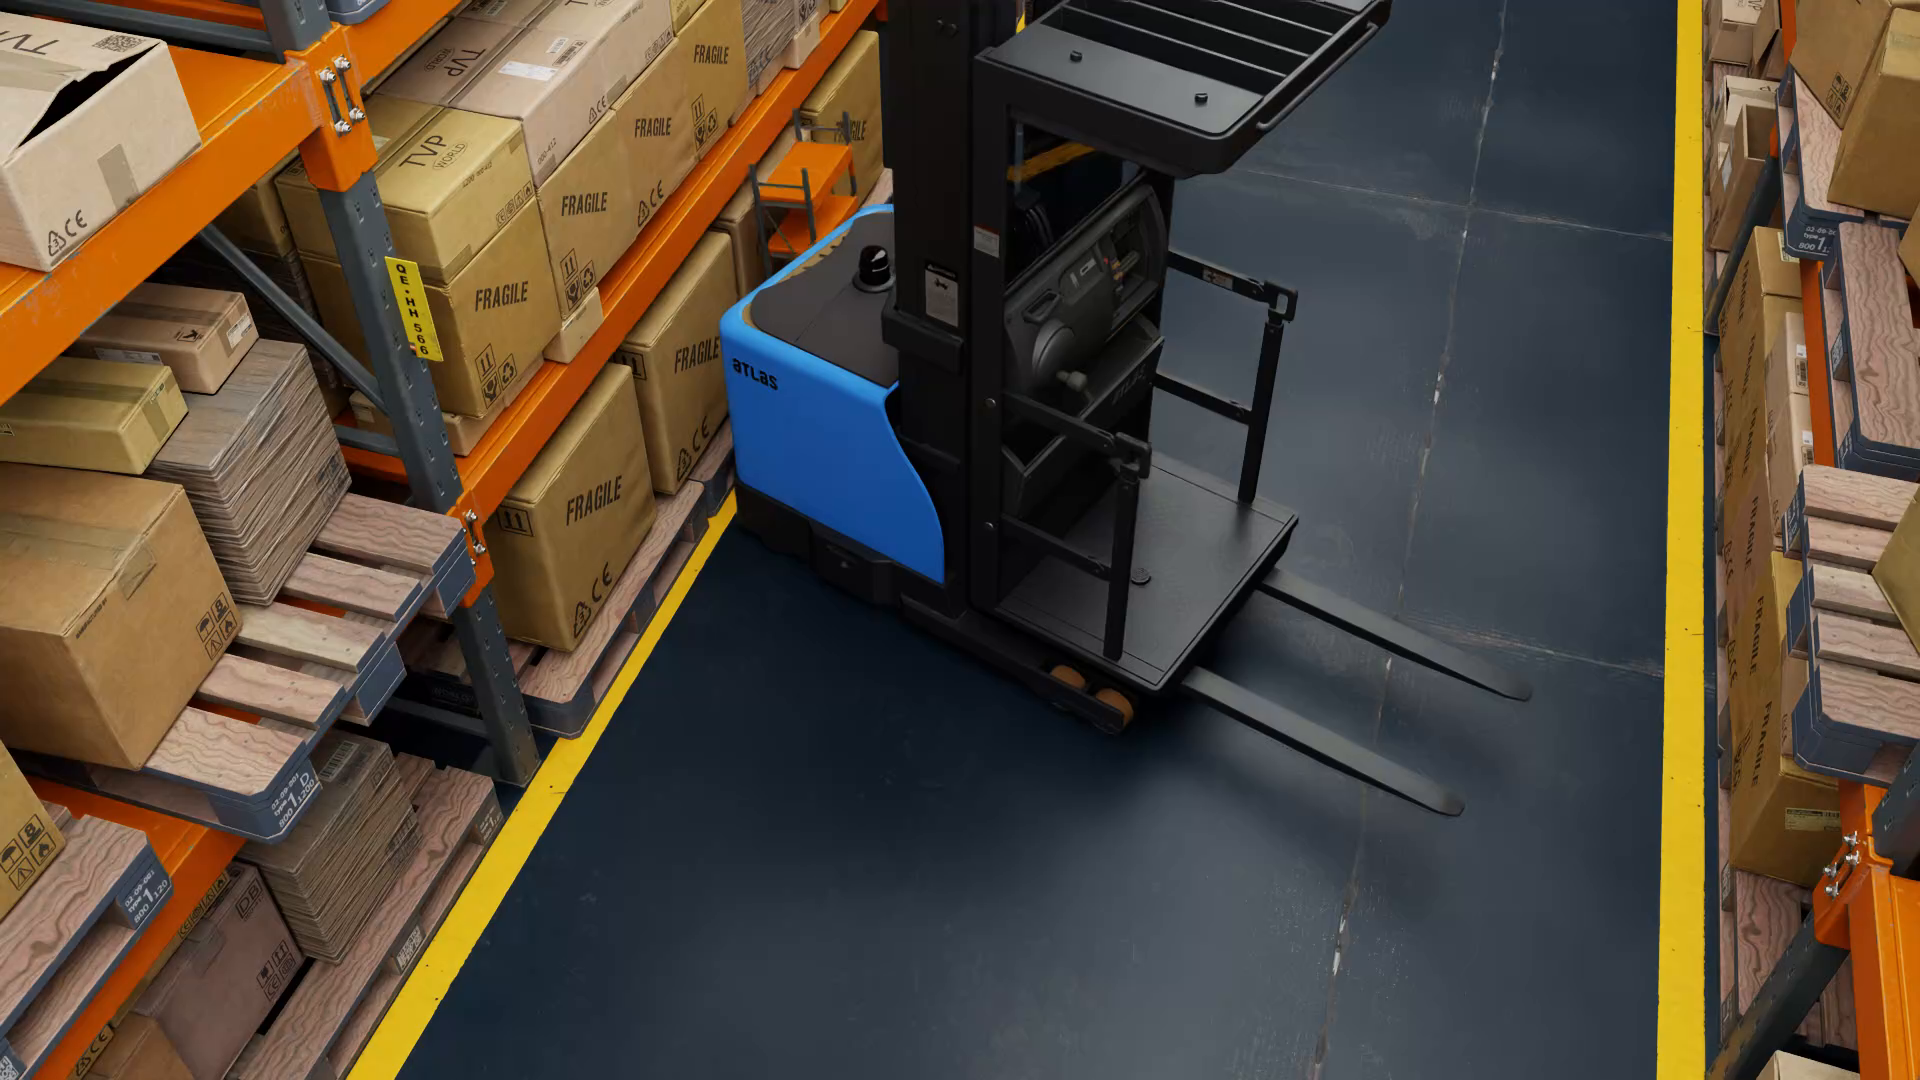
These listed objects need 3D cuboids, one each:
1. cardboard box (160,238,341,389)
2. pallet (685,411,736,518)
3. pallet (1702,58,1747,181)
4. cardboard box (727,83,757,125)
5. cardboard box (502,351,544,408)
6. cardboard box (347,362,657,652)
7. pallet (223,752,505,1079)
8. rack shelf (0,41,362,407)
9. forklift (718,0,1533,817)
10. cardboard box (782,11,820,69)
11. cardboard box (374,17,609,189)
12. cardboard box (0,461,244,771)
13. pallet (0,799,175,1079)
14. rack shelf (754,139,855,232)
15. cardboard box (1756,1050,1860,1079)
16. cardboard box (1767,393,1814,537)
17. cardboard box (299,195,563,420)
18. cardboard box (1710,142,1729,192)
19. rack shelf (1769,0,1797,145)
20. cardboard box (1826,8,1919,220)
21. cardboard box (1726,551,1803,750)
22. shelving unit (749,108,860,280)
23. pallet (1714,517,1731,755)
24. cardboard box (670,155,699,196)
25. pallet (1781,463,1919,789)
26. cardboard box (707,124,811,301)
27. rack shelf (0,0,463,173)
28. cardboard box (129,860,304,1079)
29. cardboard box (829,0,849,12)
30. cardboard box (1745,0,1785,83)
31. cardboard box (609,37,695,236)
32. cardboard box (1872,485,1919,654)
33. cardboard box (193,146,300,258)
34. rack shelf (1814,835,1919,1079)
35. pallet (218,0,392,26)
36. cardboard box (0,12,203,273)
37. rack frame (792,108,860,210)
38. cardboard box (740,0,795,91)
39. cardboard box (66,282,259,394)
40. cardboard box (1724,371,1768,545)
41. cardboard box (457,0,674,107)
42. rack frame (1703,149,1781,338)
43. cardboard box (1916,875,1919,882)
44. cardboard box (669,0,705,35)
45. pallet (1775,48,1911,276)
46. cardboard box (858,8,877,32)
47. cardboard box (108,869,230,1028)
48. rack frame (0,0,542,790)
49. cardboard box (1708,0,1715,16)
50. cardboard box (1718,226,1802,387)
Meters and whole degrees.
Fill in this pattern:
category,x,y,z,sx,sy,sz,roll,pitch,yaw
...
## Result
category,x,y,z,sx,sy,sz,roll,pitch,yaw
cardboard box,-2.095,-0.860,5.185,0.500,0.500,0.500,13,46,13
pallet,-1.305,-0.663,7.277,1.003,0.211,1.213,13,46,13
pallet,4.523,-2.236,8.884,1.003,0.211,1.213,13,46,13
cardboard box,-1.035,-1.801,6.611,0.380,0.149,0.250,11,46,11
cardboard box,-1.582,-0.594,5.377,0.380,0.149,0.250,13,46,13
cardboard box,-1.639,-0.184,6.030,0.750,0.750,0.750,12,46,12
pallet,-2.225,1.177,5.396,1.003,0.211,1.213,13,46,13
rack shelf,-2.593,0.178,2.793,1.077,0.370,4.000,13,46,13
forklift,0.599,-0.772,5.443,3.031,2.935,1.130,26,50,24
cardboard box,-0.808,-2.113,6.930,0.380,0.149,0.250,13,46,13
cardboard box,-1.442,-1.364,5.164,0.500,0.250,0.500,12,46,12
cardboard box,-2.263,0.161,4.055,0.700,0.500,0.500,9,45,9
pallet,-2.548,1.057,3.662,1.003,0.211,1.213,13,46,13
rack shelf,-0.629,-1.452,6.786,0.258,0.148,0.480,8,42,15
cardboard box,2.297,1.626,4.208,0.500,0.311,0.500,14,46,14
cardboard box,3.113,-0.219,5.766,0.500,0.250,0.500,12,46,12
cardboard box,-1.596,-0.759,5.082,0.500,0.500,0.500,14,46,14
cardboard box,3.905,-1.800,8.169,0.380,0.149,0.250,13,46,13
rack shelf,4.552,-3.035,8.222,1.077,0.370,4.000,13,46,13
cardboard box,3.442,-1.405,5.669,0.700,0.500,0.500,19,48,19
cardboard box,2.952,0.425,5.644,0.500,0.500,0.500,11,45,11
shelving unit,-0.603,-1.154,7.040,0.258,1.200,0.503,8,42,15
pallet,3.368,0.403,6.187,1.003,0.211,1.213,13,46,13
cardboard box,-1.213,-1.452,6.255,0.380,0.149,0.250,13,46,13
pallet,2.873,0.309,4.427,1.213,0.211,1.003,13,46,13
cardboard box,-1.115,-1.334,7.205,0.750,0.750,0.750,14,46,14
rack shelf,-1.381,-2.488,5.517,1.077,0.370,4.000,13,46,13
cardboard box,-2.422,1.206,4.846,0.700,0.500,0.500,12,46,12
cardboard box,-0.662,-2.465,7.290,0.380,0.149,0.250,13,46,13
cardboard box,4.510,-2.478,8.608,0.797,0.503,0.637,13,46,13
cardboard box,-1.277,-1.436,5.775,0.500,0.500,0.500,12,46,12
cardboard box,2.818,0.077,4.154,0.700,0.500,0.500,-1,44,-1
cardboard box,-2.097,-1.114,4.909,0.500,0.250,0.500,14,46,14
rack shelf,2.129,2.297,2.772,1.077,0.370,4.000,13,46,13
pallet,-1.843,-1.785,4.420,1.213,0.211,1.003,15,46,14
cardboard box,-1.948,-0.850,3.379,0.500,0.311,0.500,13,46,13
rack frame,-0.535,-1.309,7.216,0.240,1.200,0.015,8,42,15
cardboard box,-0.981,-2.119,6.472,0.500,0.500,0.500,13,46,13
cardboard box,-2.063,-0.528,4.295,0.380,0.149,0.250,7,45,7
cardboard box,3.258,-0.263,6.347,0.500,0.500,0.500,13,46,13
cardboard box,-1.294,-1.698,5.506,0.500,0.250,0.500,13,46,13
rack frame,3.946,-1.959,6.608,1.000,3.000,0.127,13,46,13
cardboard box,3.298,0.850,5.209,0.500,0.500,0.500,11,45,11
cardboard box,-1.146,-2.039,5.855,0.500,0.250,0.500,12,46,12
pallet,3.600,-1.381,6.154,1.003,0.211,1.213,13,46,13
cardboard box,-0.452,-2.740,8.892,0.700,0.500,0.500,13,46,13
cardboard box,-2.388,0.986,4.534,0.500,0.250,0.500,13,46,13
rack frame,-1.987,-0.340,4.953,1.000,3.000,0.127,13,46,13
cardboard box,4.571,-3.164,9.491,0.500,0.250,0.500,13,46,13
cardboard box,3.568,-0.952,7.051,0.500,0.500,0.500,11,45,11
